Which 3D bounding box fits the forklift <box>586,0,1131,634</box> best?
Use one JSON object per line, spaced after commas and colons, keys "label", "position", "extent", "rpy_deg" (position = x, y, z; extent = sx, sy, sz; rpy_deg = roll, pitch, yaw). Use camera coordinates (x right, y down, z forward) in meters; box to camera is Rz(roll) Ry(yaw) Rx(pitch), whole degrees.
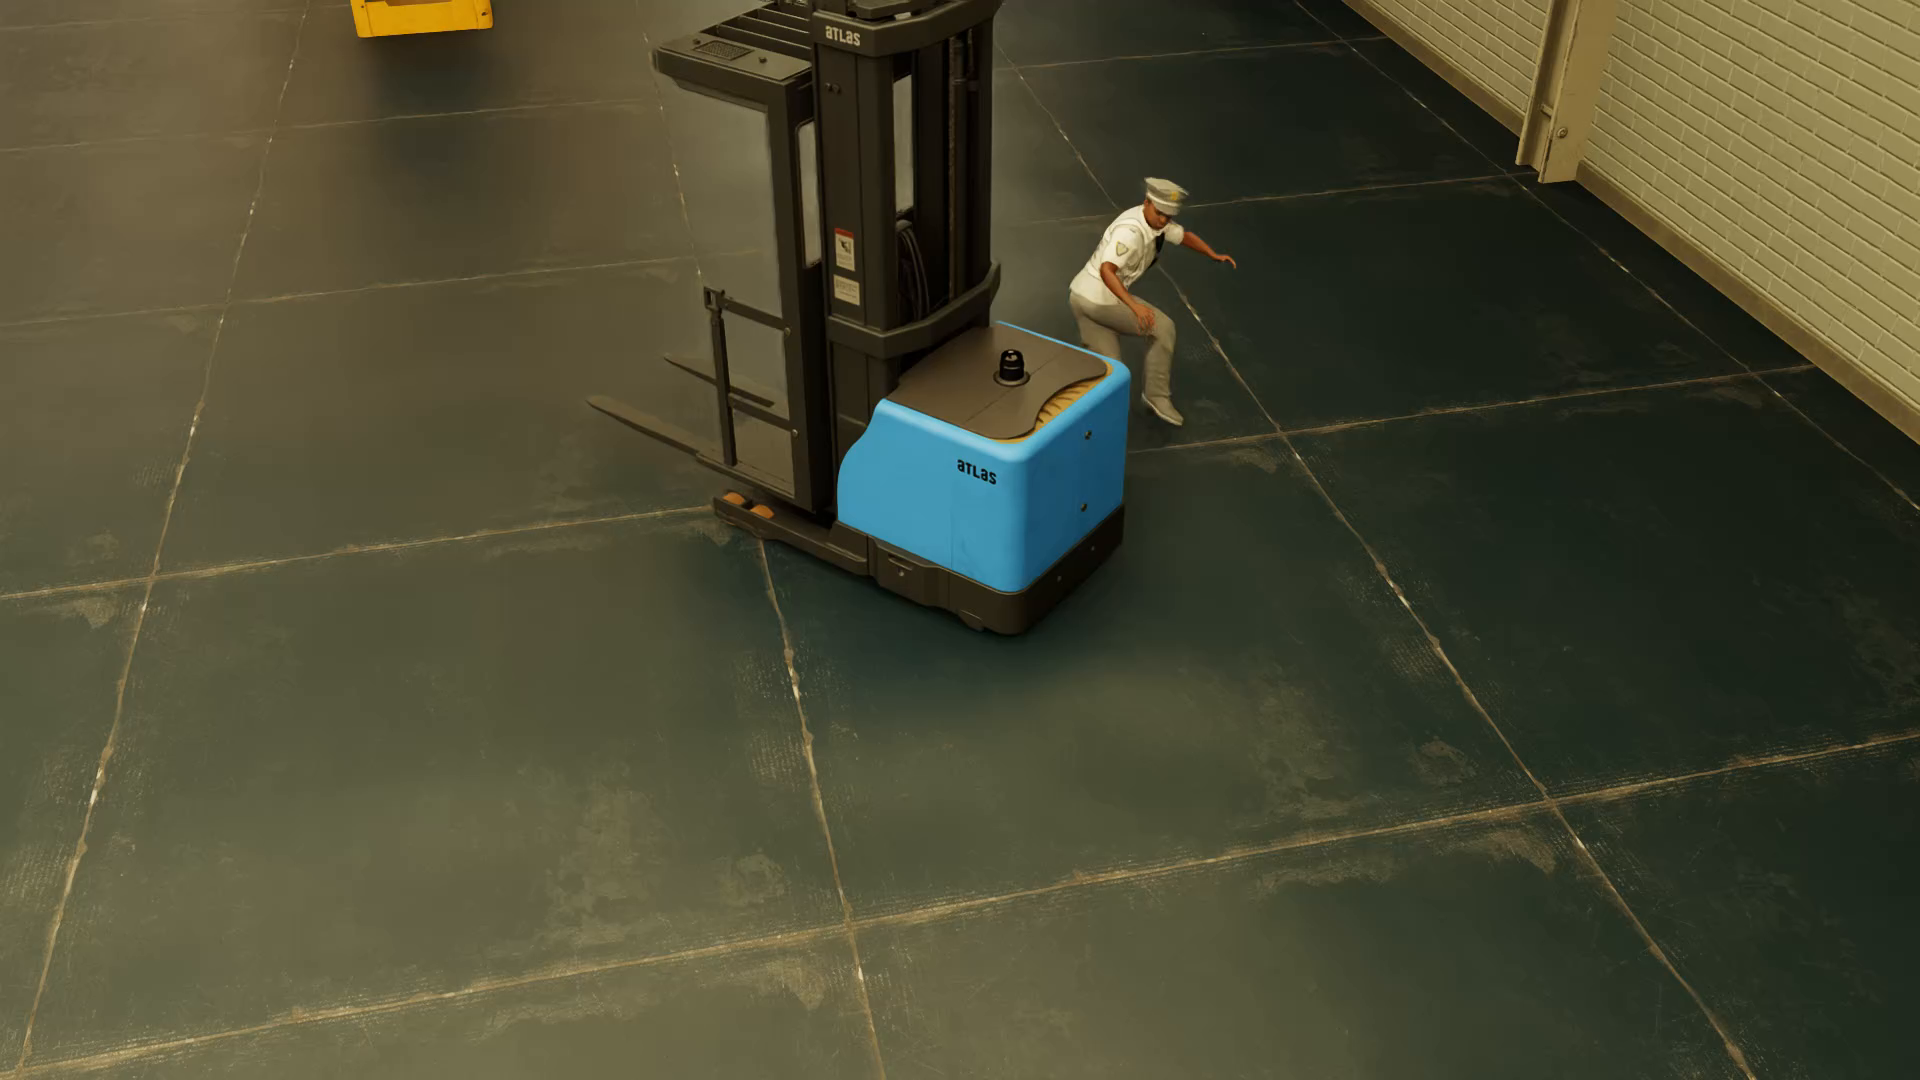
{"label": "forklift", "position": [-0.664, -1.429, 8.036], "extent": [3.031, 2.935, 1.130], "rpy_deg": [23, 42, 28]}

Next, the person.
{"label": "person", "position": [1.041, -1.232, 9.036], "extent": [0.897, 1.425, 0.907], "rpy_deg": [1, 36, 2]}
